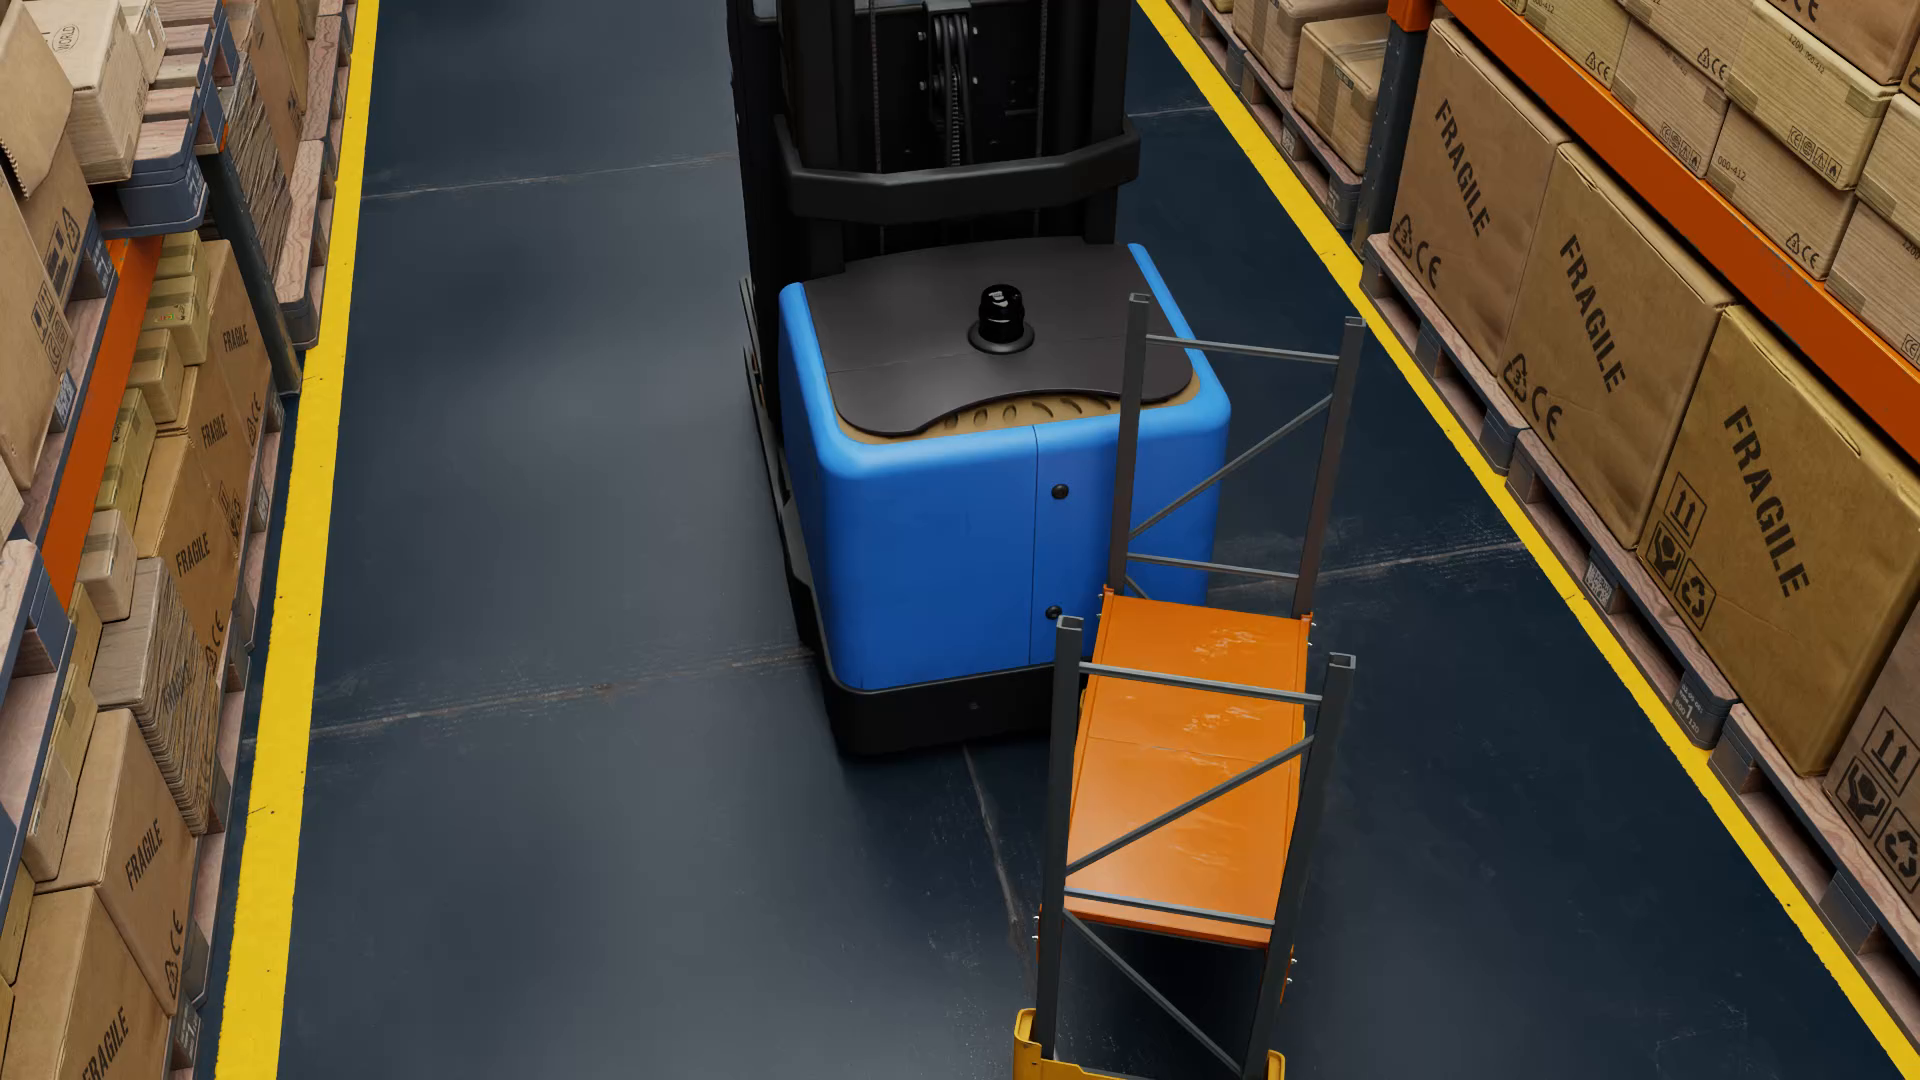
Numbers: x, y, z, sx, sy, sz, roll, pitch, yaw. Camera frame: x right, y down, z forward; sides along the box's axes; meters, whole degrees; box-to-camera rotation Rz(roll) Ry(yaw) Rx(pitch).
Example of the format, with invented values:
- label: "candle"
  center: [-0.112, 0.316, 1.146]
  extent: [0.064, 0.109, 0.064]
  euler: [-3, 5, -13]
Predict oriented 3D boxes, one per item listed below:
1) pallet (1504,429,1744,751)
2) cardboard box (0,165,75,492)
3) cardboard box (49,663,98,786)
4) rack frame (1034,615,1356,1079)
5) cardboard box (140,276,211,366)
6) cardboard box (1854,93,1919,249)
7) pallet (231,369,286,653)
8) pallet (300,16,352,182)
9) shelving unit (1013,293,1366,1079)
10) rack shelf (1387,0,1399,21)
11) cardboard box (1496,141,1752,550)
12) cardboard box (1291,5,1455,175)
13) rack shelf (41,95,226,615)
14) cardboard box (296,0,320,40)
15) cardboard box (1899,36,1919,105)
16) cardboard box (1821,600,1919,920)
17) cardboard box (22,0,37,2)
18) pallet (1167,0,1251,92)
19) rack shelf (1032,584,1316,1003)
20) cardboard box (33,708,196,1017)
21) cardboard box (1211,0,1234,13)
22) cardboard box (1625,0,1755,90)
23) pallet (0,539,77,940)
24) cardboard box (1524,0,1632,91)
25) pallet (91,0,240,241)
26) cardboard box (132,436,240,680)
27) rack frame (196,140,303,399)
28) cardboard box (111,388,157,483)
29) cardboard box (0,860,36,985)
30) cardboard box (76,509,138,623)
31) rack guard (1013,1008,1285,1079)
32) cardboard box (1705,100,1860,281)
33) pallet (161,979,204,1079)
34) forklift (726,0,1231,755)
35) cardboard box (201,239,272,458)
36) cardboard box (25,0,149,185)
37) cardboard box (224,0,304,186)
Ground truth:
- label: "pallet"
  center: [2.393, 0.046, 5.039]
  extent: [1.003, 0.211, 1.213]
  euler: [-8, 42, -9]
- label: "cardboard box"
  center: [-2.113, -0.386, 3.034]
  extent: [0.700, 0.500, 0.500]
  euler: [-9, 42, -10]
- label: "cardboard box"
  center: [-2.107, 0.426, 3.589]
  extent: [0.380, 0.149, 0.250]
  euler: [-7, 42, -8]
- label: "rack frame"
  center: [0.412, 0.731, 3.296]
  extent: [0.500, 1.500, 0.032]
  euler: [8, 42, 8]
- label: "cardboard box"
  center: [-2.366, -0.603, 4.748]
  extent: [0.380, 0.149, 0.250]
  euler: [-10, 43, -12]
- label: "cardboard box"
  center: [2.335, -0.755, 3.577]
  extent: [0.500, 0.250, 0.500]
  euler: [-7, 42, -8]
- label: "pallet"
  center: [-2.685, -0.062, 5.161]
  extent: [1.003, 0.211, 1.213]
  euler: [-8, 42, -9]
- label: "pallet"
  center: [-3.209, -1.880, 7.209]
  extent: [1.003, 0.211, 1.213]
  euler: [-8, 42, -9]
- label: "shelving unit"
  center: [0.510, 0.406, 3.663]
  extent: [0.587, 1.500, 1.083]
  euler: [8, 42, 8]
- label: "rack shelf"
  center: [1.605, -3.335, 7.290]
  extent: [1.077, 0.370, 4.000]
  euler: [-8, 42, -9]
- label: "cardboard box"
  center: [2.293, -0.632, 4.987]
  extent: [0.875, 0.875, 0.875]
  euler: [-8, 42, -9]
- label: "cardboard box"
  center: [1.924, -1.850, 6.738]
  extent: [0.950, 0.372, 0.625]
  euler: [-11, 43, -12]
- label: "rack shelf"
  center: [-2.378, -0.029, 3.565]
  extent: [1.077, 0.370, 4.000]
  euler: [-8, 42, -9]
- label: "cardboard box"
  center: [-3.389, -2.615, 7.409]
  extent: [0.875, 0.625, 0.625]
  euler: [-9, 42, -10]
- label: "cardboard box"
  center: [2.349, -1.046, 3.340]
  extent: [0.500, 0.500, 0.500]
  euler: [-7, 42, -8]
- label: "cardboard box"
  center: [2.688, 0.532, 3.675]
  extent: [0.875, 0.875, 0.875]
  euler: [-7, 42, -8]
- label: "cardboard box"
  center: [-2.667, -1.861, 5.200]
  extent: [0.500, 0.250, 0.500]
  euler: [-8, 42, -9]
- label: "pallet"
  center: [1.609, -2.561, 7.976]
  extent: [1.003, 0.211, 1.213]
  euler: [-8, 42, -9]
- label: "rack shelf"
  center: [0.512, 0.535, 3.789]
  extent: [0.538, 0.185, 1.000]
  euler: [8, 42, 8]
- label: "cardboard box"
  center: [-2.059, 0.763, 3.698]
  extent: [0.500, 0.500, 0.500]
  euler: [-10, 42, -11]
- label: "cardboard box"
  center: [1.599, -2.820, 7.830]
  extent: [0.950, 0.372, 0.625]
  euler: [-7, 42, -8]
- label: "cardboard box"
  center: [2.111, -1.415, 4.321]
  extent: [0.500, 0.250, 0.500]
  euler: [-8, 42, -9]
- label: "pallet"
  center: [-2.012, 0.537, 2.531]
  extent: [1.003, 0.211, 1.213]
  euler: [-8, 42, -9]
- label: "cardboard box"
  center: [2.025, -1.568, 4.870]
  extent: [0.500, 0.250, 0.500]
  euler: [-9, 42, -11]
- label: "pallet"
  center: [-2.594, -1.093, 4.367]
  extent: [1.213, 0.211, 1.003]
  euler: [-8, 42, -9]
- label: "cardboard box"
  center: [-2.295, 0.091, 4.454]
  extent: [0.500, 0.500, 0.500]
  euler: [-7, 42, -7]
- label: "rack frame"
  center: [-2.809, -1.594, 4.787]
  extent: [1.000, 3.000, 0.127]
  euler: [-8, 42, -9]
- label: "cardboard box"
  center: [-2.340, -0.248, 4.348]
  extent: [0.380, 0.149, 0.250]
  euler: [-7, 42, -8]
- label: "cardboard box"
  center: [-2.038, 0.754, 3.219]
  extent: [0.380, 0.149, 0.250]
  euler: [-9, 42, -10]
- label: "cardboard box"
  center: [-2.197, 0.088, 3.969]
  extent: [0.380, 0.149, 0.250]
  euler: [-10, 43, -11]
- label: "rack guard"
  center: [0.412, 1.198, 3.712]
  extent: [0.587, 0.250, 0.087]
  euler: [8, 42, 8]
- label: "cardboard box"
  center: [2.242, -0.908, 4.126]
  extent: [0.500, 0.250, 0.500]
  euler: [-8, 42, -9]
- label: "pallet"
  center: [-2.158, 1.520, 3.379]
  extent: [1.003, 0.211, 1.213]
  euler: [-8, 42, -9]
- label: "forklift"
  center: [-0.133, -1.505, 4.738]
  extent: [1.130, 2.935, 3.031]
  euler: [-8, 42, -9]
- label: "cardboard box"
  center: [-2.508, -0.573, 5.203]
  extent: [0.500, 0.500, 0.500]
  euler: [-7, 42, -8]
- label: "cardboard box"
  center: [-2.266, -1.058, 3.979]
  extent: [0.500, 0.250, 0.500]
  euler: [-10, 43, -11]
- label: "cardboard box"
  center: [-3.079, -1.692, 6.369]
  extent: [0.875, 0.625, 0.625]
  euler: [-7, 42, -8]
